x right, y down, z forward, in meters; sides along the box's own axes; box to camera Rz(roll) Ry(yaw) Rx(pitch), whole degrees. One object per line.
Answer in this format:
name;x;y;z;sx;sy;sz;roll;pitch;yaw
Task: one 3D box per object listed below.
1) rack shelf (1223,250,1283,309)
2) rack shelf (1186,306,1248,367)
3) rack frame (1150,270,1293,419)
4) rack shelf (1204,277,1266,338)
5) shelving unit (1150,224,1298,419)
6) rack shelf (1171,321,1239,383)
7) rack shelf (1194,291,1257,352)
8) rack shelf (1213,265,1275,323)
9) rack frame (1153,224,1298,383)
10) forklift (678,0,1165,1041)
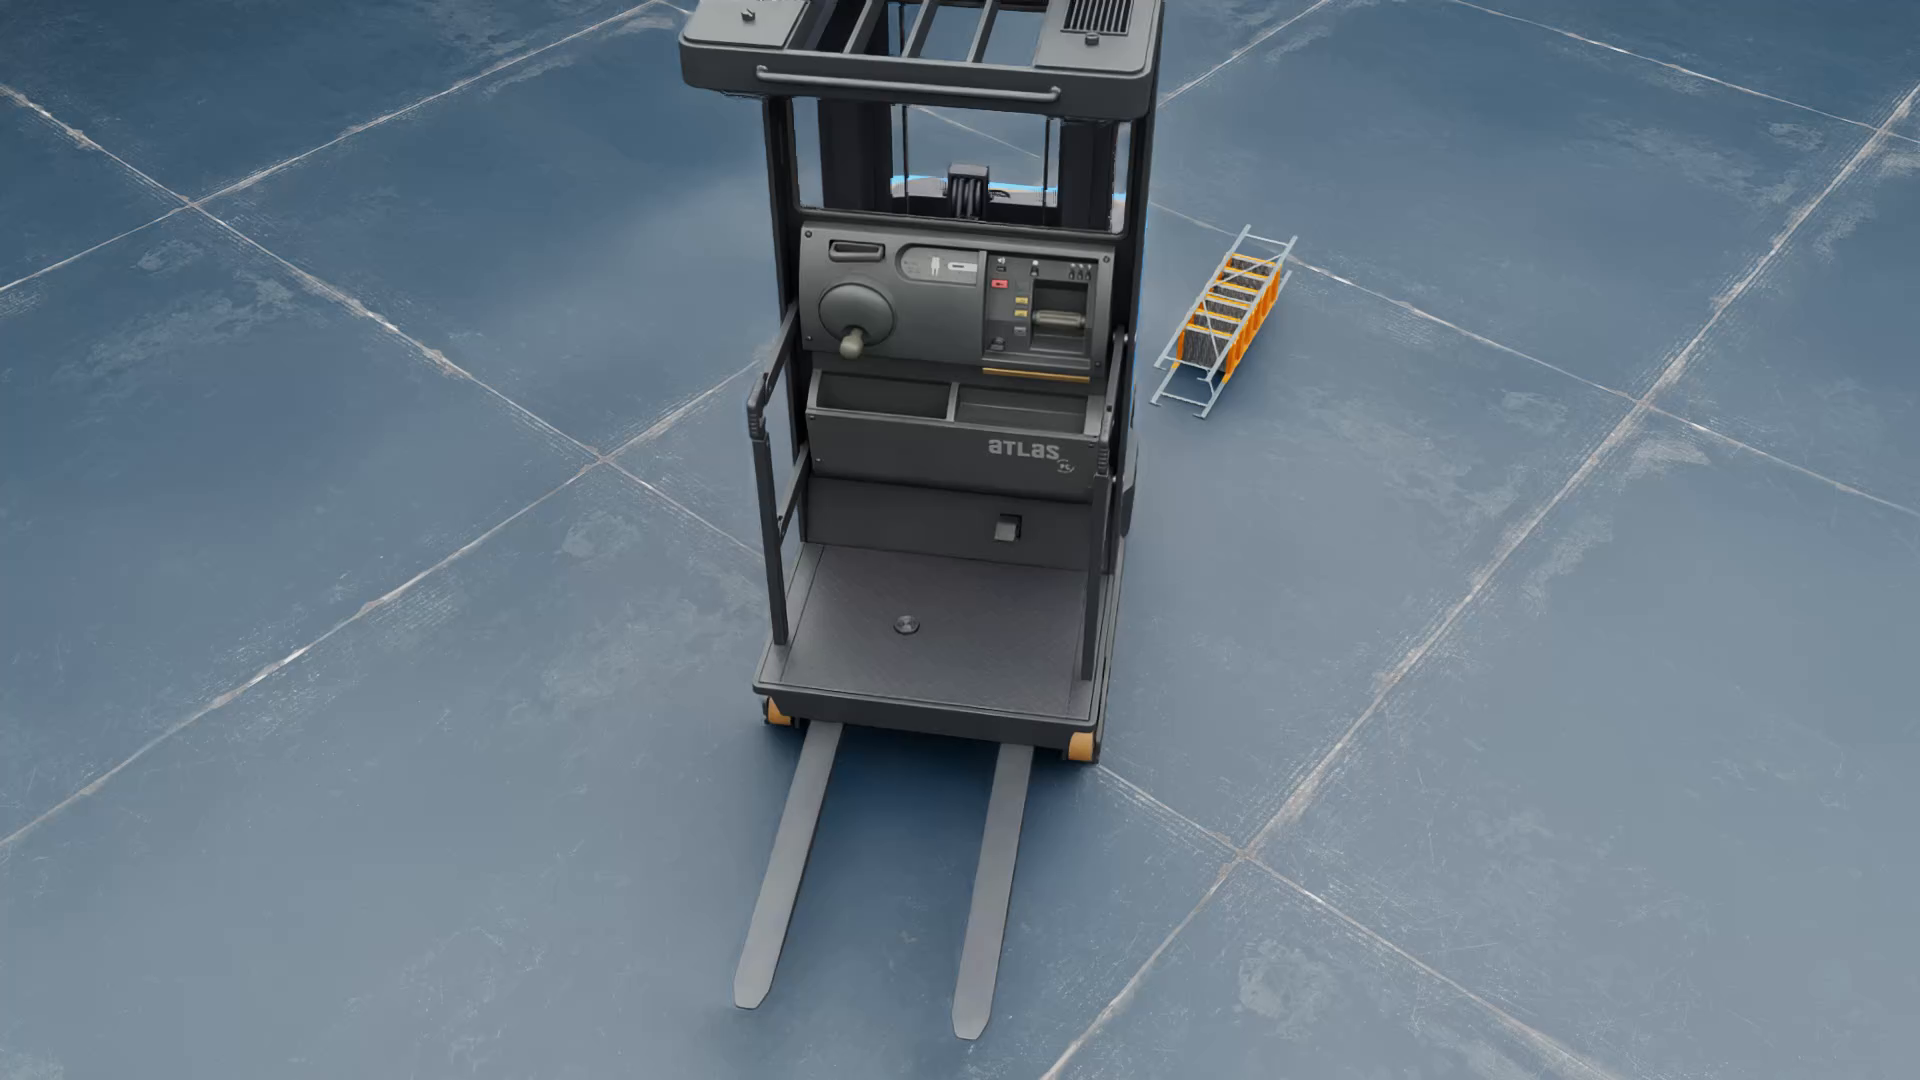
rack shelf;1.287;-1.155;7.376;0.258;0.180;0.103;18;45;19
rack shelf;1.079;-0.864;7.056;0.258;0.180;0.103;18;45;19
rack frame;1.150;-0.896;7.227;0.240;0.006;1.200;18;45;19
rack shelf;1.183;-1.009;7.216;0.258;0.180;0.103;18;45;19
shelving unit;1.150;-0.964;7.166;0.258;0.189;1.200;18;45;19
rack shelf;1.027;-0.791;6.976;0.258;0.180;0.103;18;45;19
rack shelf;1.131;-0.937;7.136;0.258;0.180;0.103;18;45;19
rack shelf;1.235;-1.082;7.296;0.258;0.180;0.103;18;45;19
rack frame;1.150;-1.031;7.104;0.240;0.006;1.200;18;45;19
forklift;-0.047;-0.622;4.755;1.130;2.935;3.031;6;43;7
